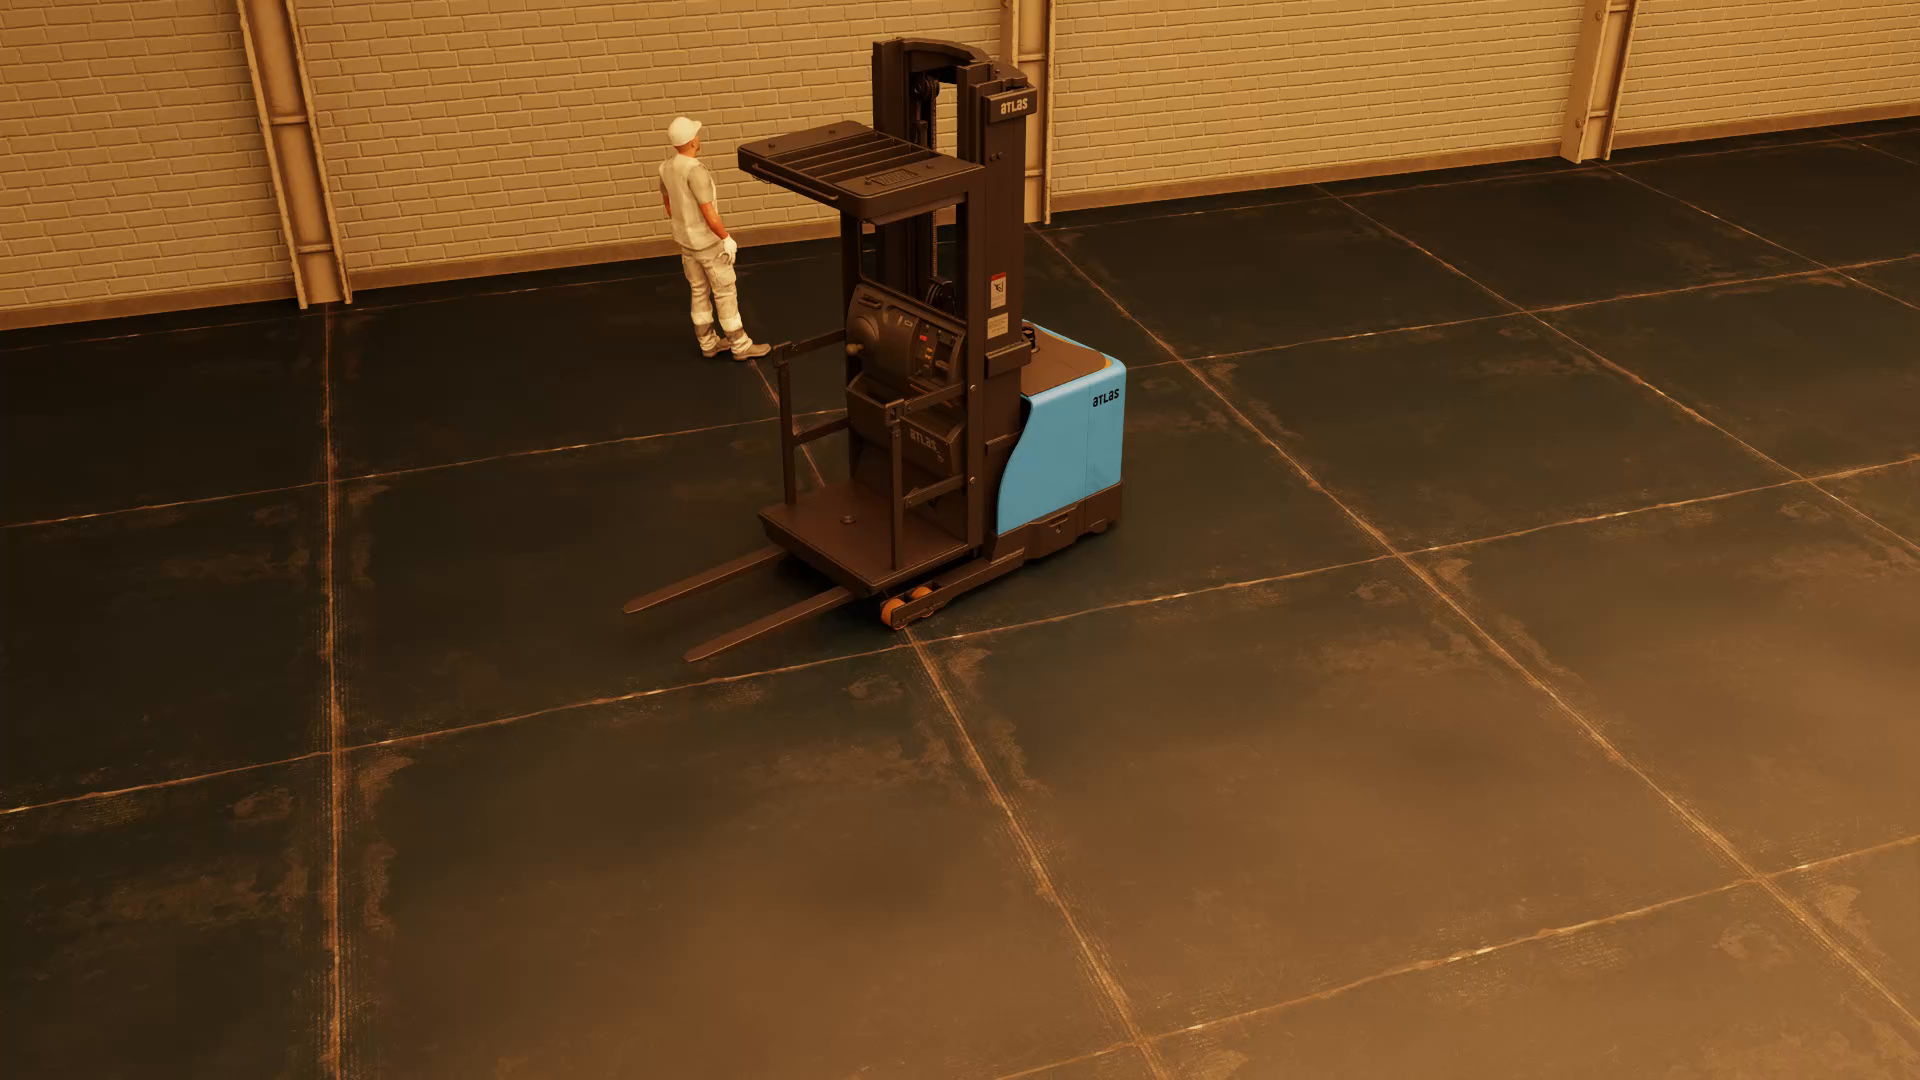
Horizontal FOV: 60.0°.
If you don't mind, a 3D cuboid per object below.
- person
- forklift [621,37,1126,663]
[{"bbox_3d":[-1.800,-2.182,12.010,0.563,1.790,0.638,-25,38,-37],"label":"person"},{"bbox_3d":[-0.461,-1.072,8.951,3.031,2.935,1.130,-23,37,-34],"label":"forklift"}]
